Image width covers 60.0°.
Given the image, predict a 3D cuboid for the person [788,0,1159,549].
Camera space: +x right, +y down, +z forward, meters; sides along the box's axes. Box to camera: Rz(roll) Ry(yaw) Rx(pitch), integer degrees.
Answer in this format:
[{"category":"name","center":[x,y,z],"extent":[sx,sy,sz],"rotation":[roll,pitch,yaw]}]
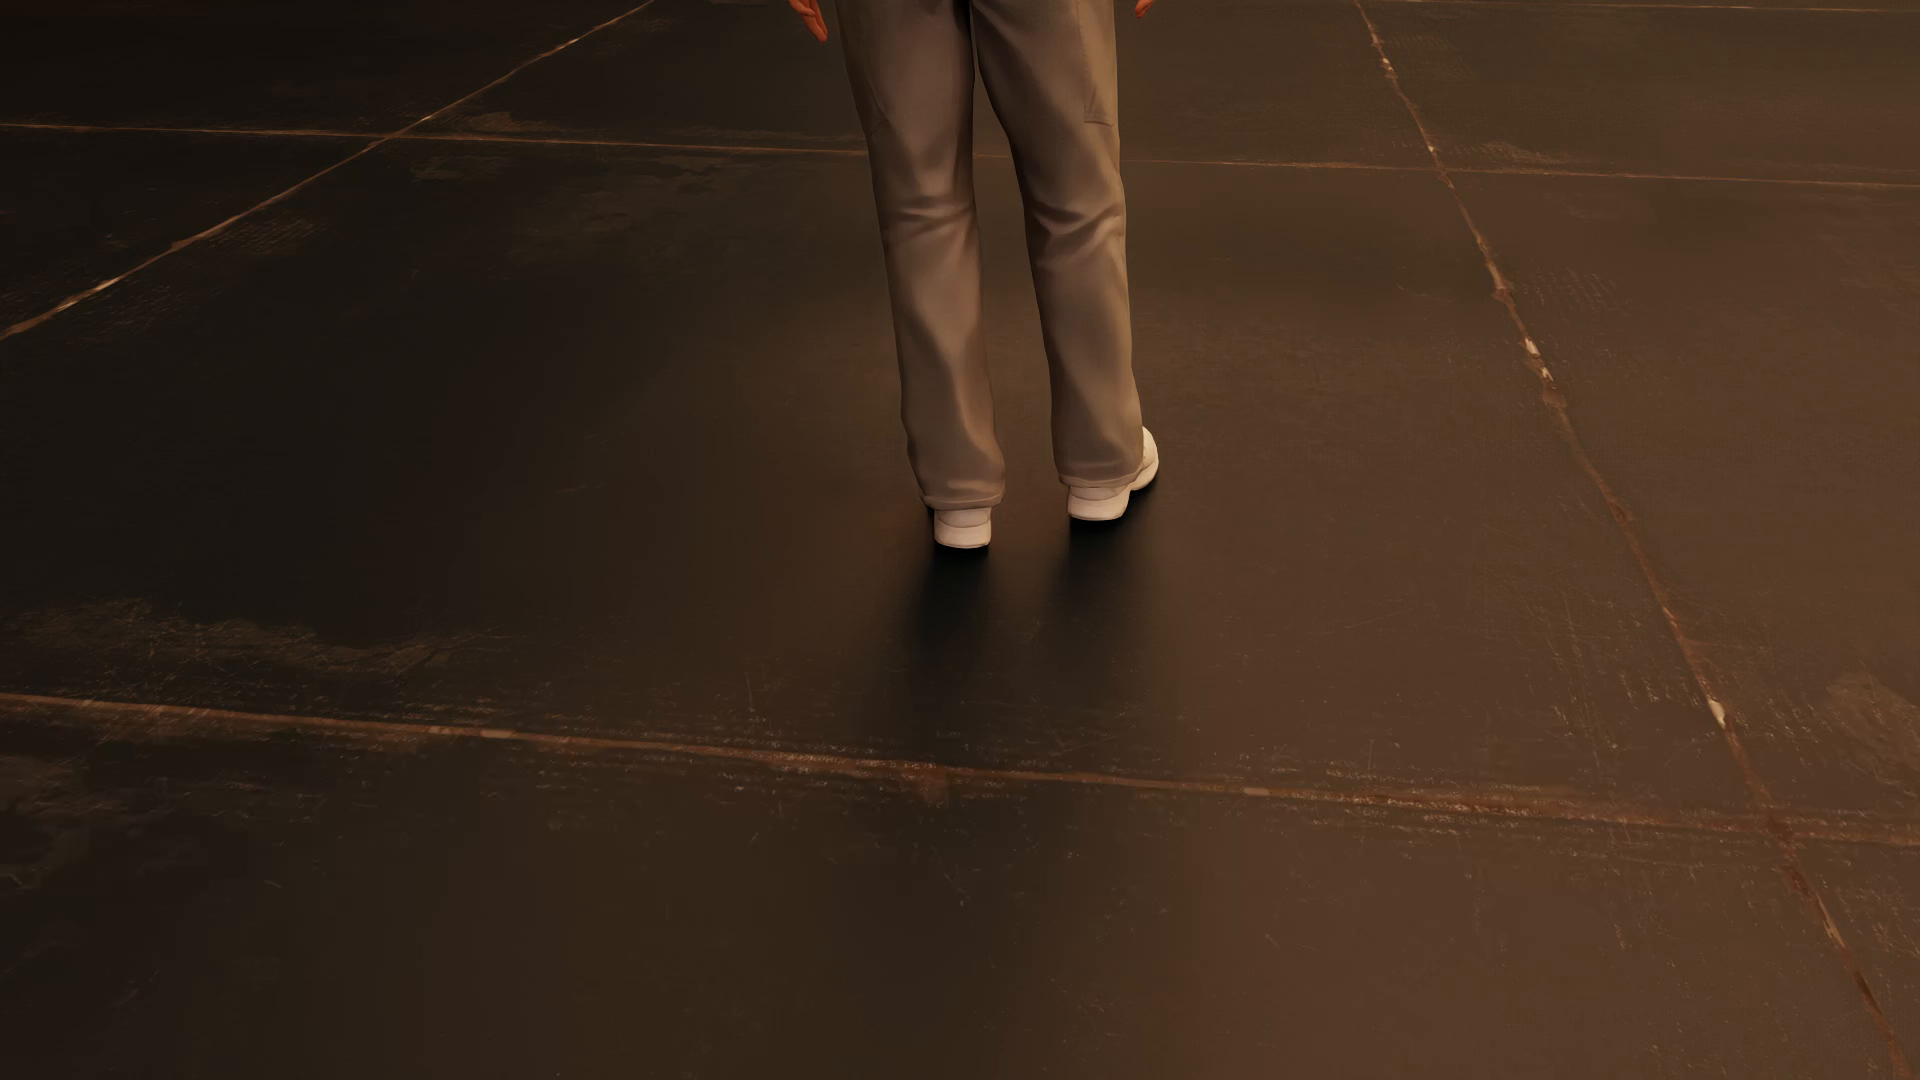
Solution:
[{"category":"person","center":[0.024,-0.788,2.187],"extent":[0.549,1.673,0.548],"rotation":[3,27,7]}]
